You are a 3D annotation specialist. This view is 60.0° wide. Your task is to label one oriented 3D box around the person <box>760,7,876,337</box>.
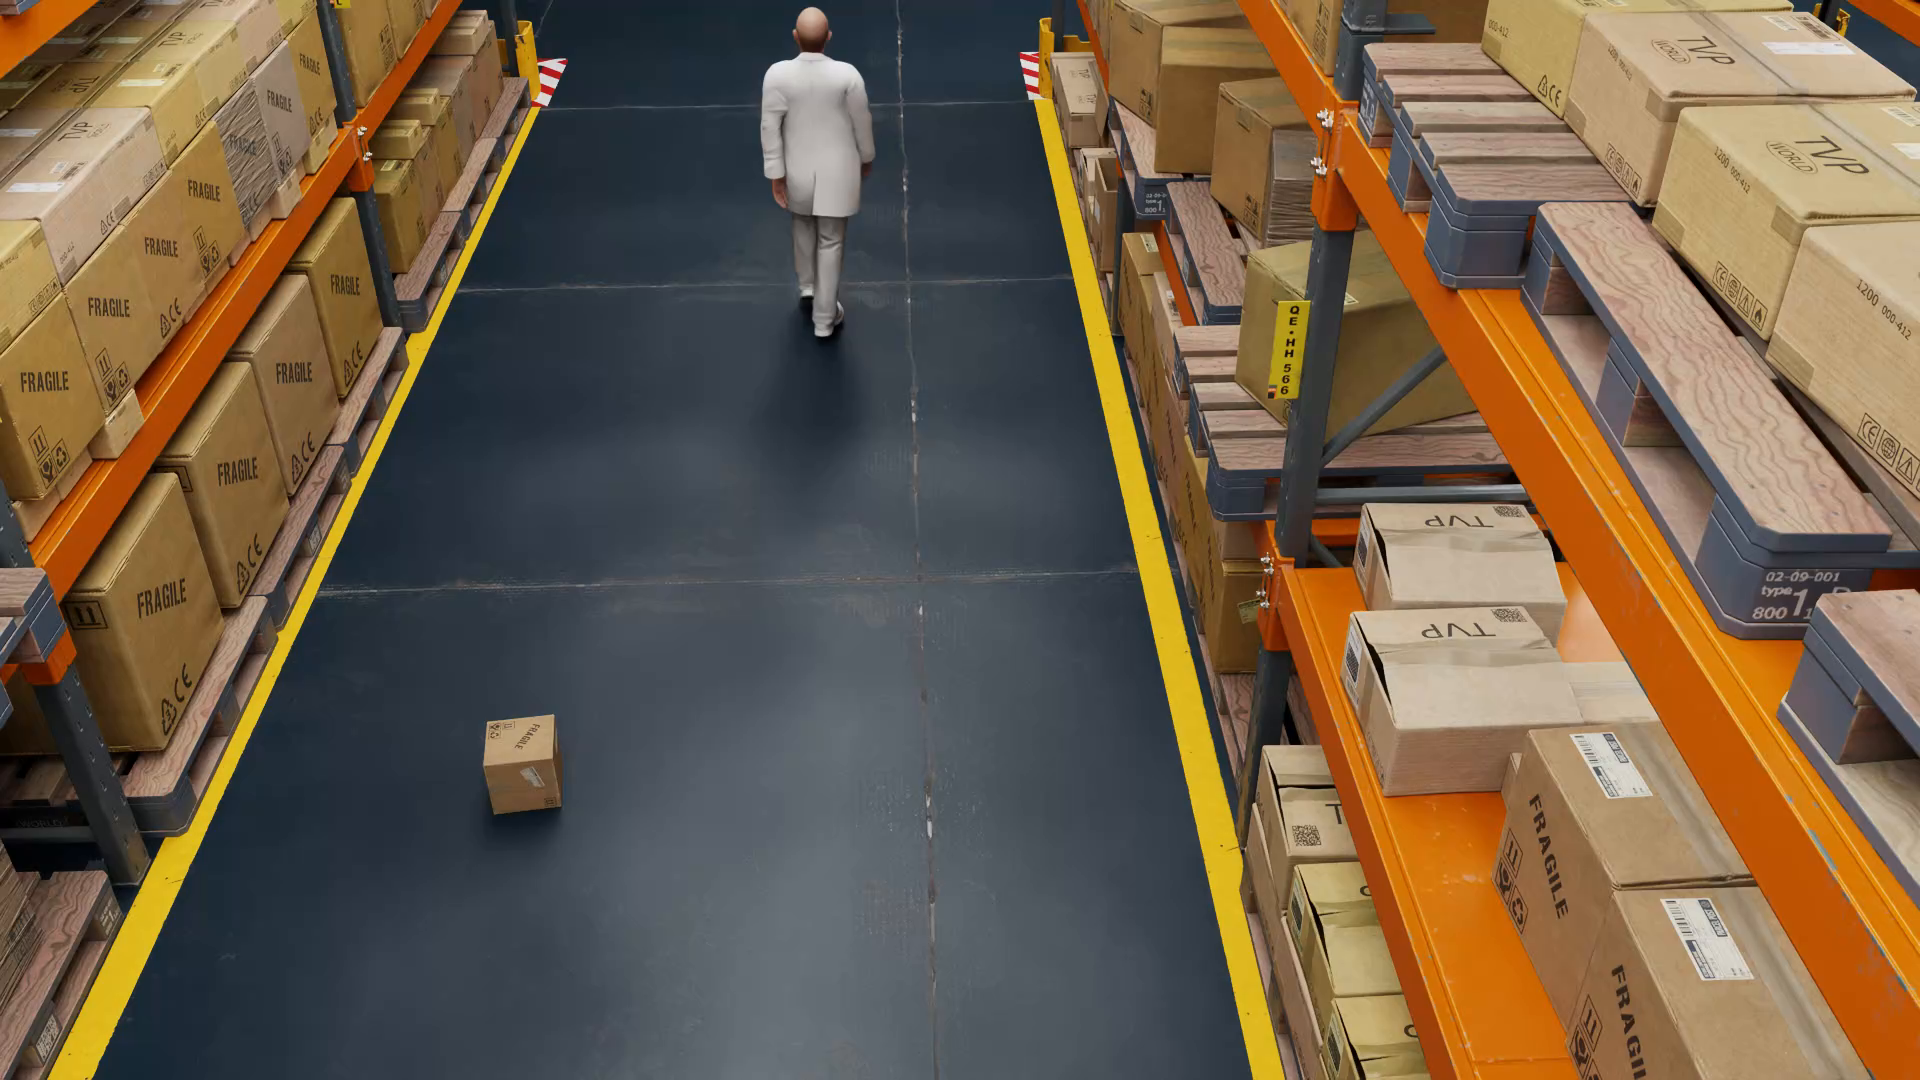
[{"bbox_3d":[-0.748,-2.006,9.076,0.571,1.842,0.736,4,35,6],"label":"person"}]
